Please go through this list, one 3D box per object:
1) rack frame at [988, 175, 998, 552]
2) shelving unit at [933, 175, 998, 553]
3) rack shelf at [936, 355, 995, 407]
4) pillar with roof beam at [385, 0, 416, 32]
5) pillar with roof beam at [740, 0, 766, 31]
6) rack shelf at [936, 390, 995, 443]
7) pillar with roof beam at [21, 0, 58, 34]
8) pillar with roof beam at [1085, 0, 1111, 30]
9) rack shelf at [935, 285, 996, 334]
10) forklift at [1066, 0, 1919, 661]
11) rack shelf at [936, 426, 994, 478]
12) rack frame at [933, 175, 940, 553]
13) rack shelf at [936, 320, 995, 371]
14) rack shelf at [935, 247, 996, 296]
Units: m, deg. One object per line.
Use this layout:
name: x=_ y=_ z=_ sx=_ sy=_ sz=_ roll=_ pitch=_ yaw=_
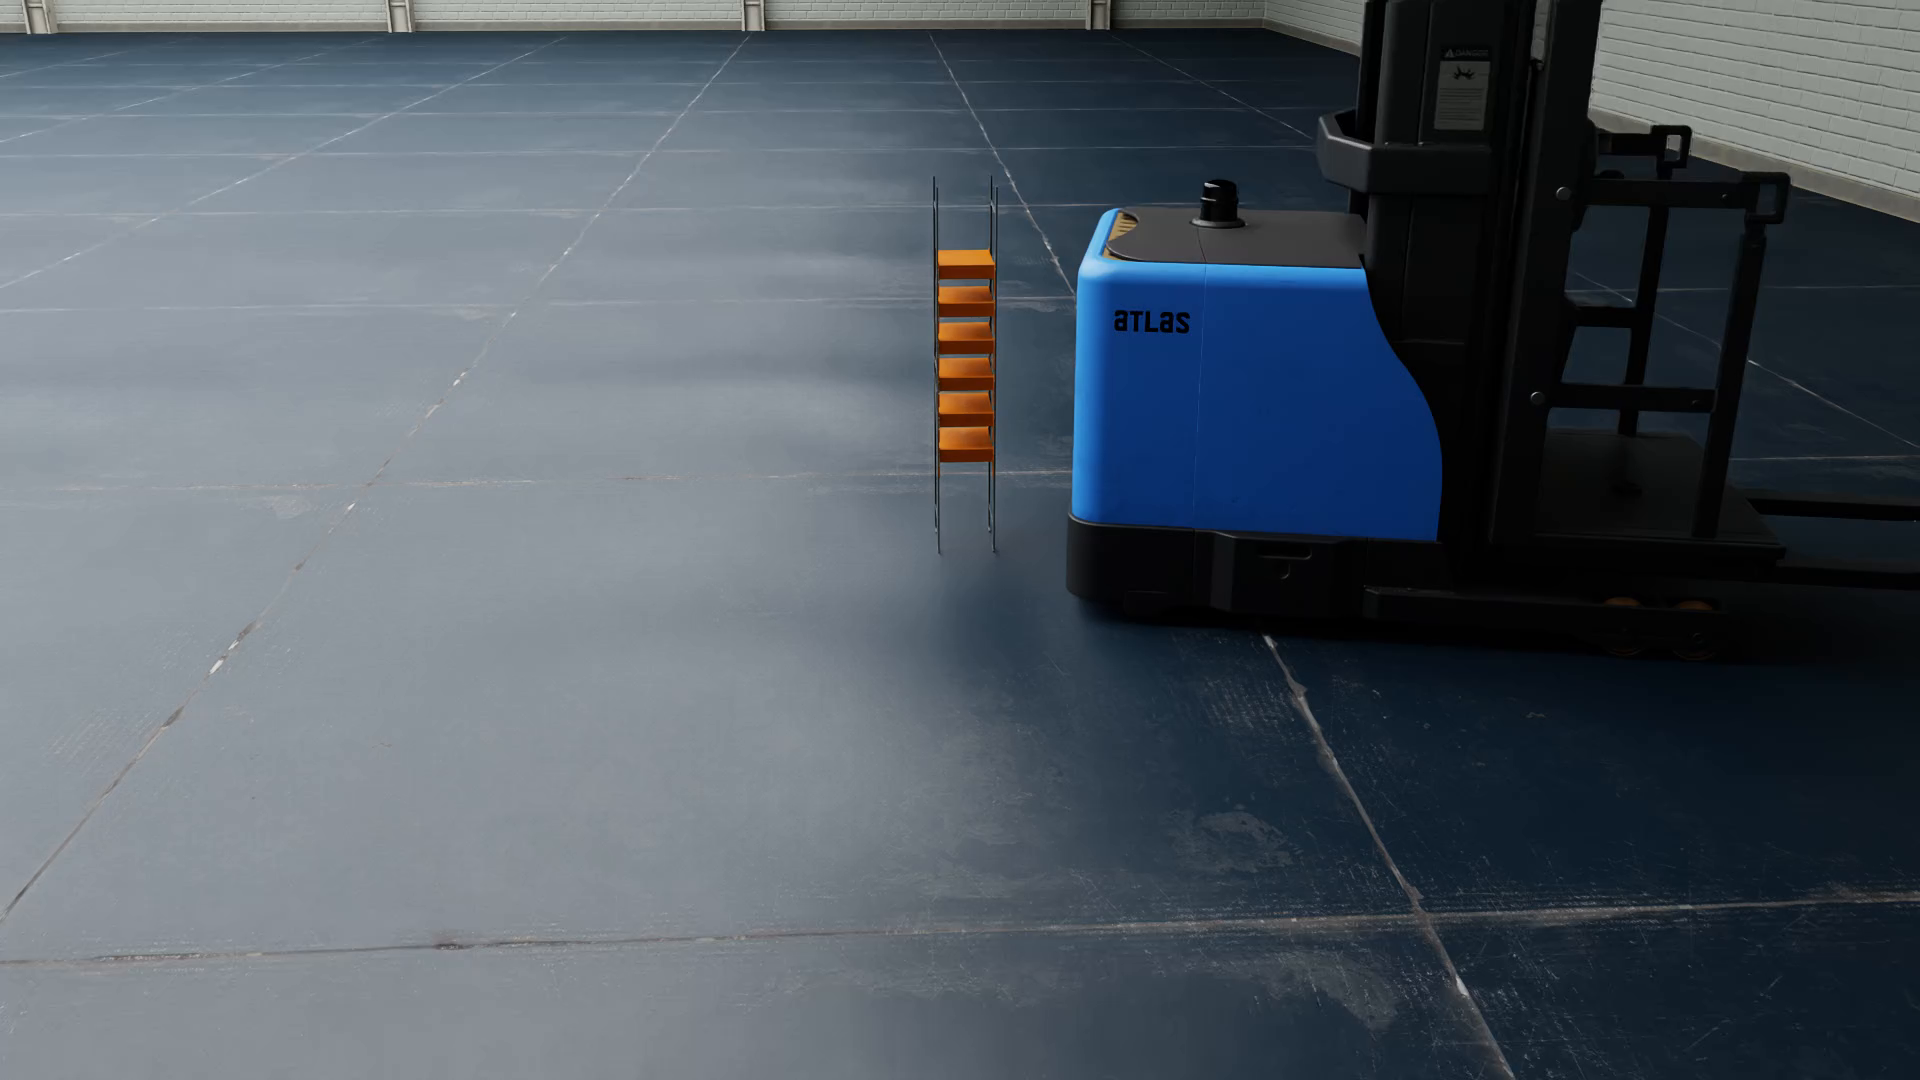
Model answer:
rack frame: x=0.106 y=-0.563 z=5.413 sx=0.006 sy=1.200 sz=0.240 roll=-1 pitch=21 yaw=-3
shelving unit: x=0.014 y=-0.561 z=5.408 sx=0.189 sy=1.200 sz=0.258 roll=-1 pitch=21 yaw=-3
rack shelf: x=0.014 y=-0.520 z=5.424 sx=0.180 sy=0.103 sz=0.258 roll=-1 pitch=21 yaw=-3
pillar with roof beam: x=-9.321 y=-11.400 z=22.917 sx=0.400 sy=9.000 sz=9.100 roll=-1 pitch=21 yaw=-3
pillar with roof beam: x=-3.331 y=-11.522 z=23.237 sx=0.400 sy=9.000 sz=9.100 roll=-1 pitch=21 yaw=-3
rack shelf: x=0.014 y=-0.407 z=5.467 sx=0.180 sy=0.103 sz=0.258 roll=-1 pitch=21 yaw=-3
pillar with roof beam: x=-15.311 y=-11.278 z=22.597 sx=0.400 sy=9.000 sz=9.100 roll=-1 pitch=21 yaw=-3
pillar with roof beam: x=2.659 y=-11.644 z=23.557 sx=0.400 sy=9.000 sz=9.100 roll=-1 pitch=21 yaw=-3
rack shelf: x=0.014 y=-0.744 z=5.339 sx=0.180 sy=0.103 sz=0.258 roll=-1 pitch=21 yaw=-3
forklift: x=1.883 y=-1.230 z=4.733 sx=3.031 sy=2.935 sz=1.130 roll=3 pitch=21 yaw=8
rack shelf: x=0.014 y=-0.295 z=5.509 sx=0.180 sy=0.103 sz=0.258 roll=-1 pitch=21 yaw=-3
rack frame: x=-0.077 y=-0.559 z=5.403 sx=0.006 sy=1.200 sz=0.240 roll=-1 pitch=21 yaw=-3
rack shelf: x=0.014 y=-0.632 z=5.381 sx=0.180 sy=0.103 sz=0.258 roll=-1 pitch=21 yaw=-3
rack shelf: x=0.014 y=-0.856 z=5.296 sx=0.180 sy=0.103 sz=0.258 roll=-1 pitch=21 yaw=-3
